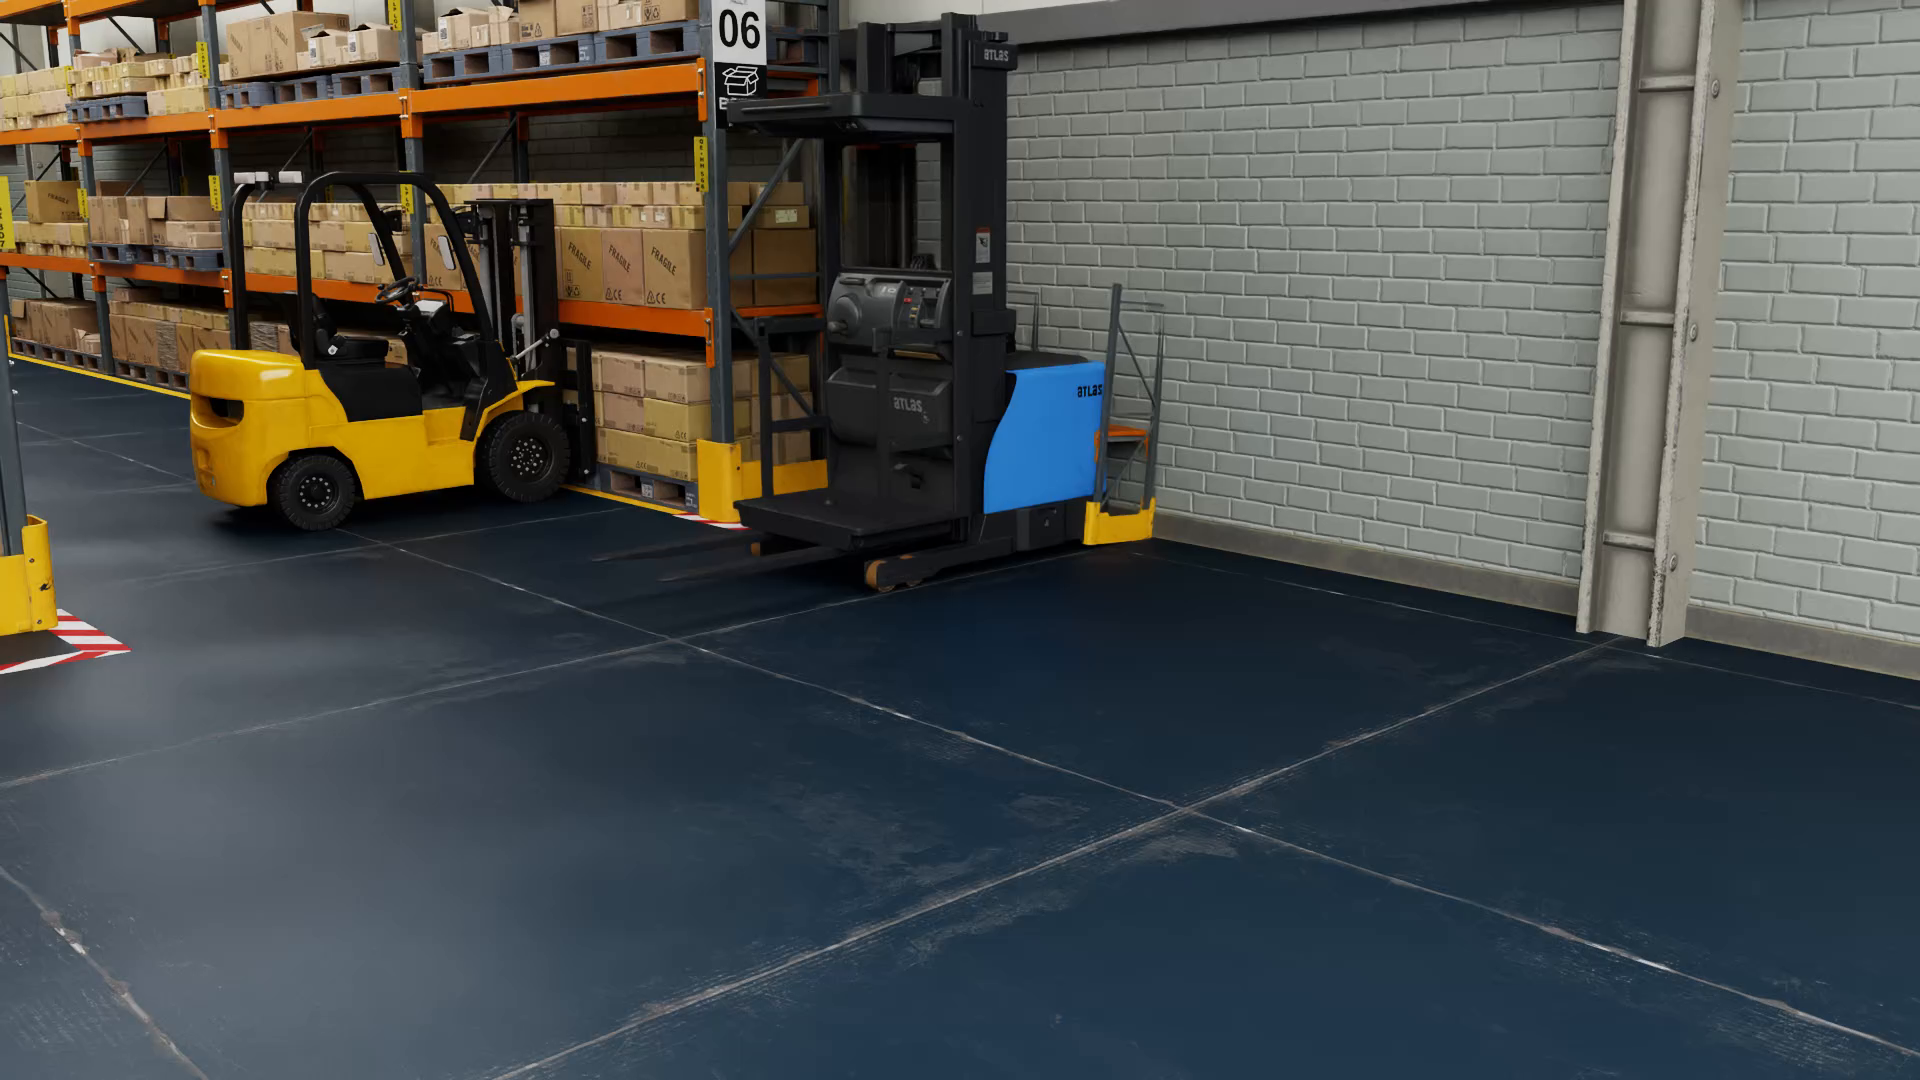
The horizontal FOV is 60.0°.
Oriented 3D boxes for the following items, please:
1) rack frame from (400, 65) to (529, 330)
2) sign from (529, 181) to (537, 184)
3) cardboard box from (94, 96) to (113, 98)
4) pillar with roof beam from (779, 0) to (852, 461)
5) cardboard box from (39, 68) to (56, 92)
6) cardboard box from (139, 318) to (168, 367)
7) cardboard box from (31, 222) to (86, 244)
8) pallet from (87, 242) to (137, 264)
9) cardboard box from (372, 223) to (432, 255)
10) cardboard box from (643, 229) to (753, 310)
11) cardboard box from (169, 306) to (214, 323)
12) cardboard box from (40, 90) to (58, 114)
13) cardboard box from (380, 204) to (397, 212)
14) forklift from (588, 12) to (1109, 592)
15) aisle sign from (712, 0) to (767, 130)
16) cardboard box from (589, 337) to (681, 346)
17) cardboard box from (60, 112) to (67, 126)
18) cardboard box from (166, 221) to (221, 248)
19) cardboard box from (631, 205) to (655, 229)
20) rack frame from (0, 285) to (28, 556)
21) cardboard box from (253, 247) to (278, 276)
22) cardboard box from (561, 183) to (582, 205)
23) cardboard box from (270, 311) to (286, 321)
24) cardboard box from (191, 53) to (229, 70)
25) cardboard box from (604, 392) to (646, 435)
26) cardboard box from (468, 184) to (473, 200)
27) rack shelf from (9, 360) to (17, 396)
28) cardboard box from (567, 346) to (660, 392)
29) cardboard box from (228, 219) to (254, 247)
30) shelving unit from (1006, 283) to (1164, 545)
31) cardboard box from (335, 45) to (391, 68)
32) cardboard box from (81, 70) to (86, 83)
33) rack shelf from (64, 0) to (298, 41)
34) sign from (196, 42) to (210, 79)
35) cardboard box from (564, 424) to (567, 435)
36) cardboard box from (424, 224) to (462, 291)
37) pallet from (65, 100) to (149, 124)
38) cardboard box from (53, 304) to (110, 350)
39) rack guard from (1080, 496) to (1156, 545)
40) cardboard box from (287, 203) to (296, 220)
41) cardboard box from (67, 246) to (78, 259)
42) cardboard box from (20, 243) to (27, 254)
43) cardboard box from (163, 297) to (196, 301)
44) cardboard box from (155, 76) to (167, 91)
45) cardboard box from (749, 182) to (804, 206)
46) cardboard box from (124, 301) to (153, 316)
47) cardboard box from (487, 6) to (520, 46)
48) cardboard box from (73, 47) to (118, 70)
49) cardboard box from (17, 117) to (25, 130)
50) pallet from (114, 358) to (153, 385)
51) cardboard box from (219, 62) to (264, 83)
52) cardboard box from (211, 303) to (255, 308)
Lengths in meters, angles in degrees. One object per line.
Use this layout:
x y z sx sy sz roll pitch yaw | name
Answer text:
-3.934 -2.265 13.471 1.000 3.000 0.127 -11 16 -43 | rack frame
-3.534 -2.805 13.752 0.100 0.325 0.005 -11 16 -43 | sign
-9.140 -4.868 18.007 0.380 0.149 0.250 -11 16 -42 | cardboard box
-4.114 -4.247 8.223 9.100 9.000 0.400 -11 16 -43 | pillar with roof beam
-10.338 -5.331 19.318 0.500 0.250 0.500 -11 16 -43 | cardboard box
-8.571 -2.162 18.126 0.500 0.500 0.500 11 16 43 | cardboard box
-11.033 -3.766 20.391 0.500 0.250 0.500 11 16 44 | cardboard box
-8.986 -3.206 18.517 1.003 0.211 1.213 -11 16 -43 | pallet
-4.458 -2.472 13.610 0.500 0.250 0.500 -11 16 -44 | cardboard box
-1.701 -1.765 10.798 0.500 0.500 0.500 -11 16 -44 | cardboard box
-8.116 -2.382 17.585 0.250 0.149 0.380 11 16 42 | cardboard box
-10.339 -5.084 19.353 0.500 0.250 0.500 11 16 43 | cardboard box
-4.522 -2.686 13.657 0.380 0.149 0.250 -11 16 -43 | cardboard box
-0.541 -1.284 8.881 3.031 2.935 1.130 -11 16 -42 | forklift
-1.339 -2.904 10.130 0.394 0.787 0.004 -11 16 -43 | aisle sign
-2.401 -1.349 12.320 0.500 0.250 0.500 -11 16 -44 | cardboard box
-10.087 -4.826 19.091 0.380 0.149 0.250 -11 16 -43 | cardboard box
-7.659 -3.090 16.805 0.500 0.250 0.500 11 16 42 | cardboard box
-1.947 -2.139 11.004 0.380 0.149 0.250 -11 16 -42 | cardboard box
-4.759 -0.989 7.277 1.000 3.000 0.127 -11 16 -43 | rack frame
-6.223 -2.602 15.480 0.500 0.250 0.500 -11 16 -44 | cardboard box
-2.525 -2.389 11.479 0.380 0.149 0.250 -10 16 -41 | cardboard box
-6.831 -2.267 17.029 0.380 0.149 0.250 -10 15 -40 | cardboard box
-7.148 -4.594 15.990 0.380 0.149 0.250 -10 15 -41 | cardboard box
-2.072 -0.887 11.318 0.500 0.250 0.500 -11 16 -43 | cardboard box
-3.500 -2.628 12.640 0.380 0.149 0.250 -11 16 -44 | cardboard box
-6.140 -0.928 8.766 1.077 0.370 4.000 -11 16 -43 | rack shelf
-2.428 -1.199 11.595 0.500 0.250 0.500 -11 16 -42 | cardboard box
-6.585 -2.918 15.772 0.500 0.250 0.500 -11 16 -43 | cardboard box
0.636 -0.816 10.051 0.587 1.500 1.083 -5 13 -44 | shelving unit
-4.913 -3.984 13.714 0.380 0.149 0.250 -11 16 -43 | cardboard box
-9.334 -5.045 18.129 0.380 0.149 0.250 -11 16 -42 | cardboard box
-8.077 -5.530 17.228 1.077 0.370 4.000 -11 16 -43 | rack shelf
-7.090 -4.496 15.584 0.100 0.325 0.005 -11 16 -43 | sign
-2.775 -0.785 12.063 0.500 0.250 0.500 -10 15 -41 | cardboard box
-3.816 -2.213 12.970 0.500 0.500 0.500 11 16 44 | cardboard box
-9.059 -4.704 18.344 1.213 0.211 1.003 -11 16 -43 | pallet
-10.588 -2.613 20.316 0.500 0.500 0.700 11 16 43 | cardboard box
0.934 -0.117 9.805 0.587 0.250 0.087 -5 13 -44 | rack guard
-5.790 -2.941 14.896 0.380 0.149 0.250 -10 16 -41 | cardboard box
-10.254 -3.390 19.555 0.380 0.149 0.250 -10 16 -41 | cardboard box
-11.646 -3.697 21.046 0.380 0.149 0.250 -10 15 -41 | cardboard box
-8.996 -2.718 19.216 0.250 0.149 0.380 11 16 43 | cardboard box
-7.985 -4.649 16.994 0.380 0.149 0.250 -10 15 -41 | cardboard box
-1.249 -2.272 10.914 0.380 0.149 0.250 -11 16 -44 | cardboard box
-9.156 -2.612 18.704 0.250 0.149 0.380 11 16 44 | cardboard box
-3.129 -3.664 11.872 0.258 0.266 0.396 11 16 44 | cardboard box
-9.503 -5.289 18.286 0.396 0.266 0.258 -11 16 -43 | cardboard box
-11.180 -5.046 20.159 0.380 0.149 0.250 -11 16 -42 | cardboard box
-8.870 -1.953 18.868 1.003 0.211 1.213 -11 16 -43 | pallet
-6.675 -4.365 15.520 0.380 0.166 0.250 -11 16 -43 | cardboard box
-7.918 -2.494 18.129 0.250 0.149 0.380 11 16 43 | cardboard box
